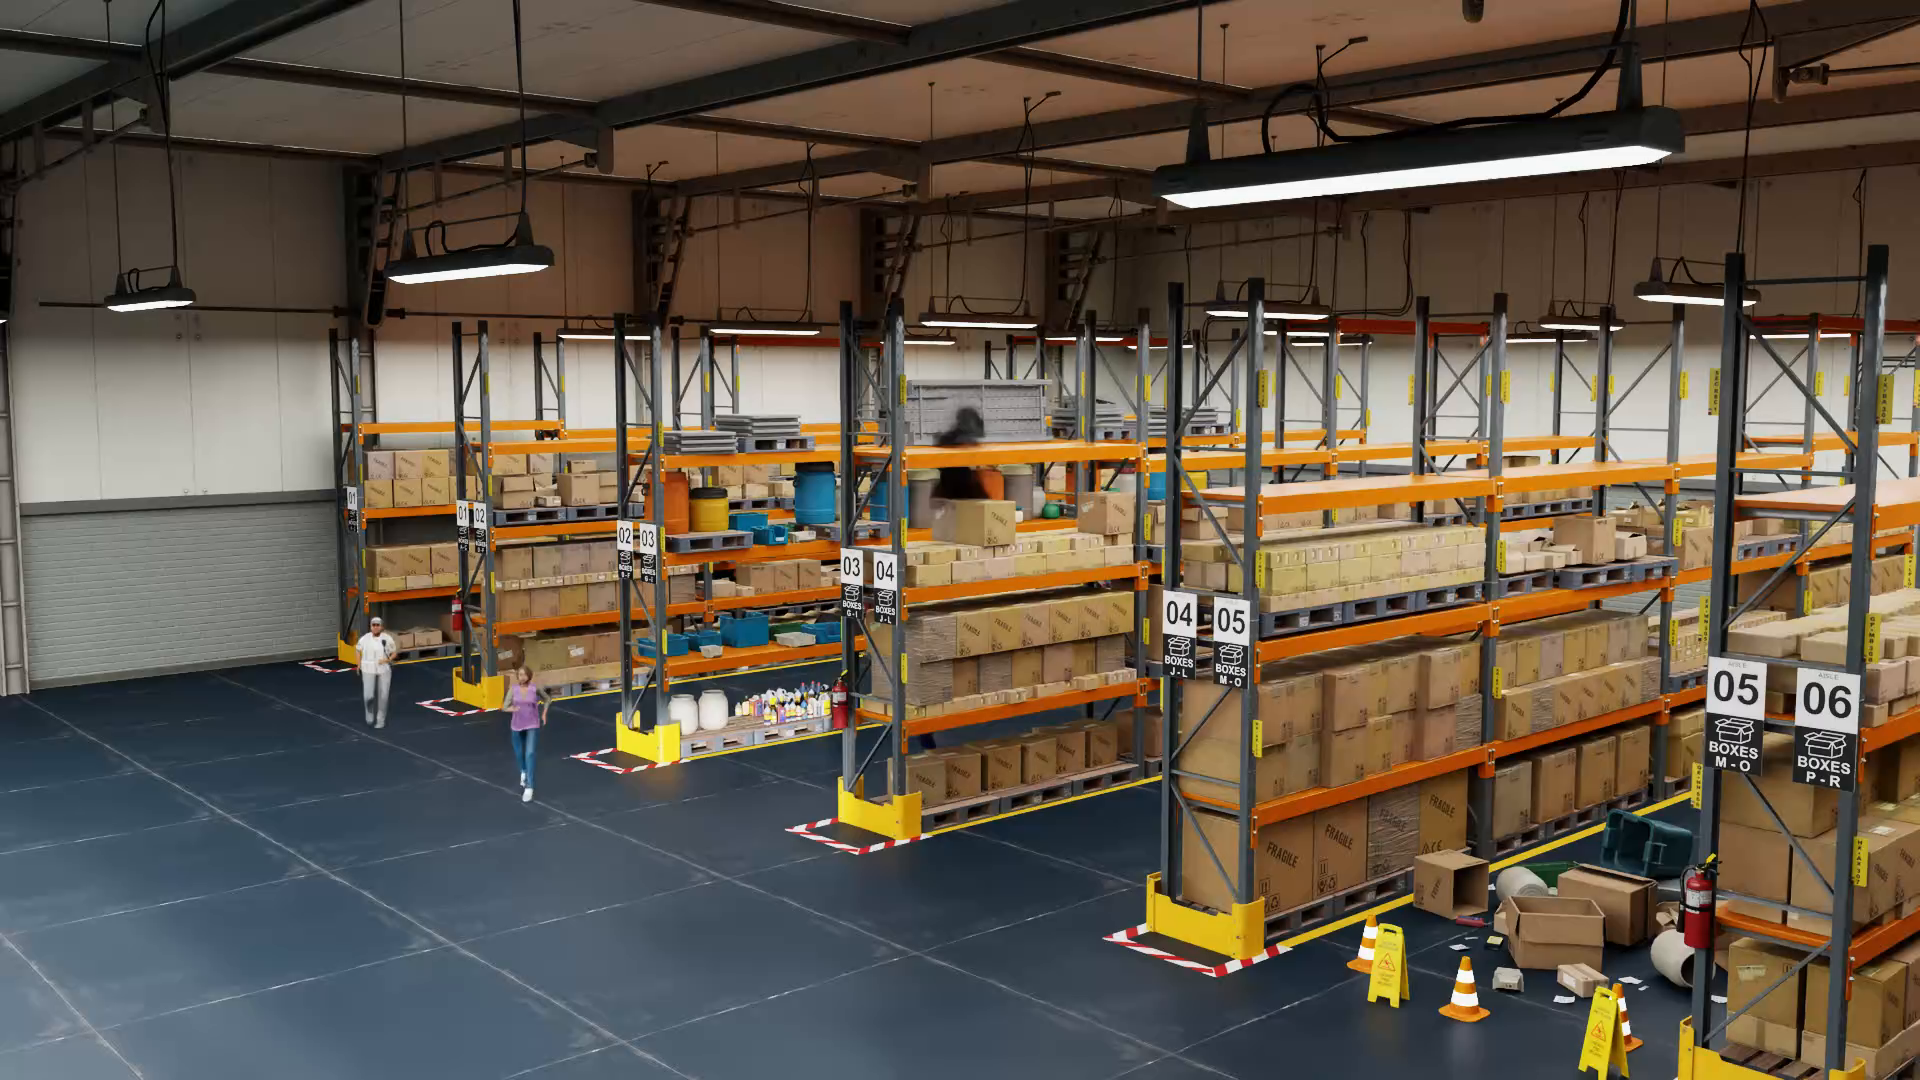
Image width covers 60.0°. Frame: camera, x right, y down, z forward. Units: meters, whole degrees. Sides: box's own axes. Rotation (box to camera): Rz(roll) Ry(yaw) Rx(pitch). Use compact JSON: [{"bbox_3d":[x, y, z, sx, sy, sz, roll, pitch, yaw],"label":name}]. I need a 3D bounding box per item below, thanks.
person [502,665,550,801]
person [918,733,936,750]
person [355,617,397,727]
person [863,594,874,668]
[{"bbox_3d":[-5.339,2.327,20.457,0.539,1.597,0.876,0,6,-4],"label":"person"},{"bbox_3d":[-0.442,2.214,21.744,0.586,1.676,0.661,4,7,36],"label":"person"},{"bbox_3d":[-8.556,1.948,24.361,0.587,1.631,0.577,-2,6,-17],"label":"person"},{"bbox_3d":[-1.355,1.524,27.926,0.660,1.790,0.800,4,7,35],"label":"person"}]
